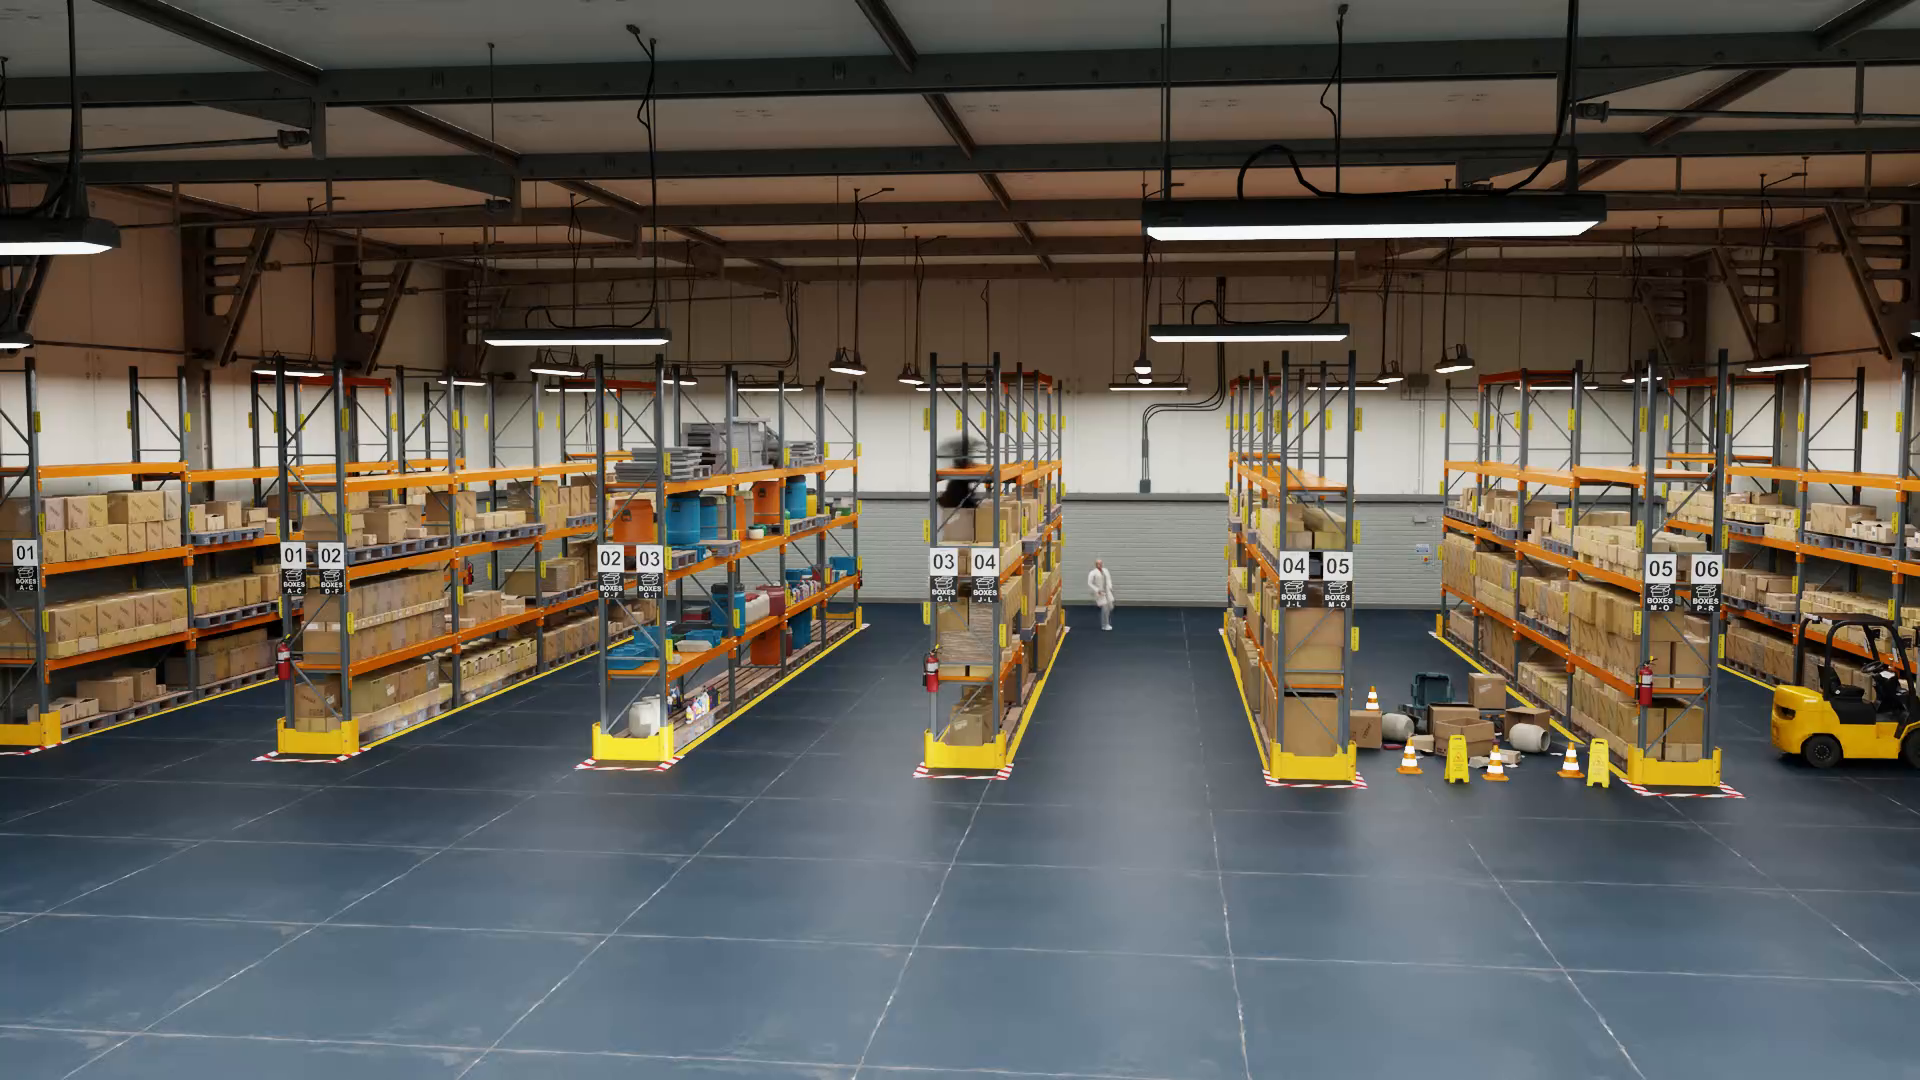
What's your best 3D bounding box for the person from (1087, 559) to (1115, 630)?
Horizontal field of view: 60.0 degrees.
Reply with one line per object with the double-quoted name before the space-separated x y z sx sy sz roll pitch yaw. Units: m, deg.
"person" 3.396 1.316 40.006 0.726 1.712 0.580 -2 4 -24
